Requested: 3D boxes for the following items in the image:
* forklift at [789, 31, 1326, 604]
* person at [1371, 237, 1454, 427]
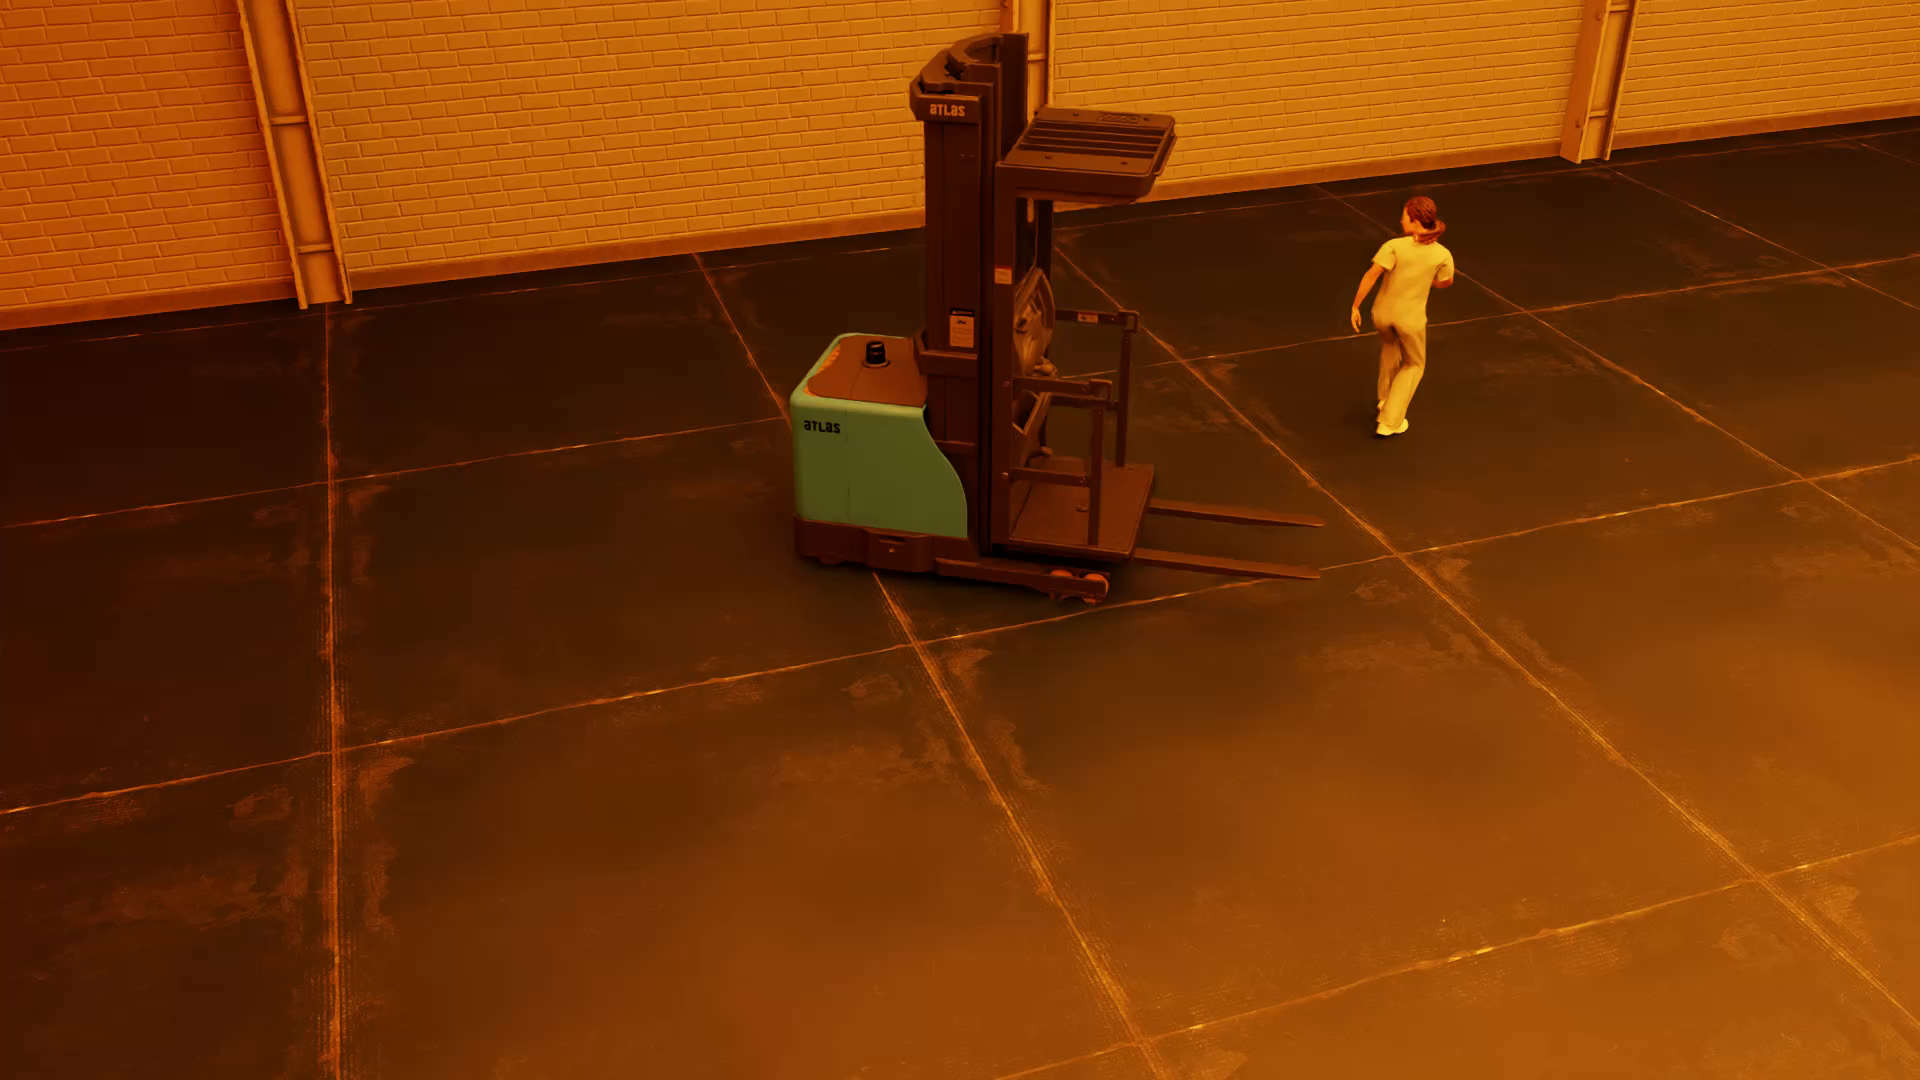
[{"bbox_3d":[0.599,-1.204,9.179,3.031,2.935,1.130,7,31,12],"label":"forklift"},{"bbox_3d":[2.961,-1.411,11.035,0.471,1.314,0.560,15,33,24],"label":"person"}]
